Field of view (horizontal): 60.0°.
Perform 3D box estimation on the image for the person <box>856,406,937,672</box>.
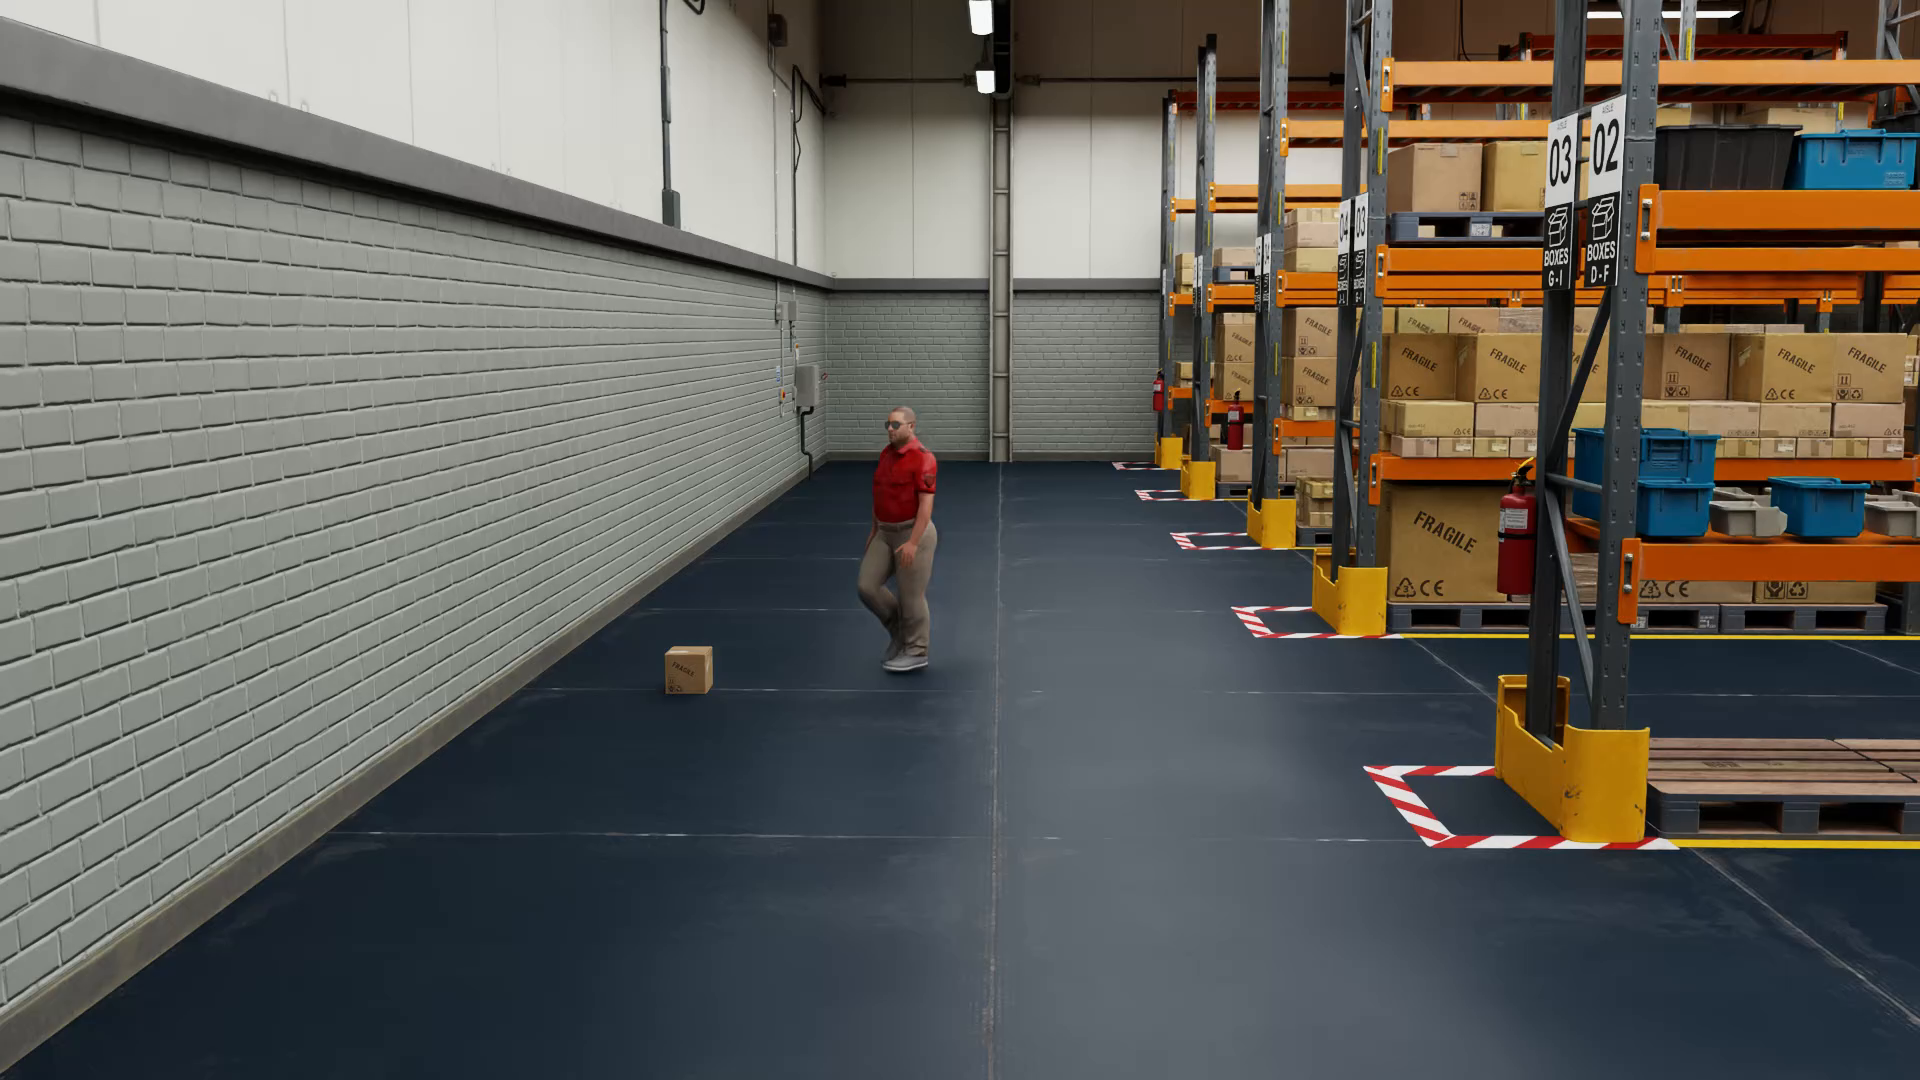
[{"bbox_3d":[-0.397,-0.005,10.737,0.461,1.717,0.646,-6,10,-41],"label":"person"}]
